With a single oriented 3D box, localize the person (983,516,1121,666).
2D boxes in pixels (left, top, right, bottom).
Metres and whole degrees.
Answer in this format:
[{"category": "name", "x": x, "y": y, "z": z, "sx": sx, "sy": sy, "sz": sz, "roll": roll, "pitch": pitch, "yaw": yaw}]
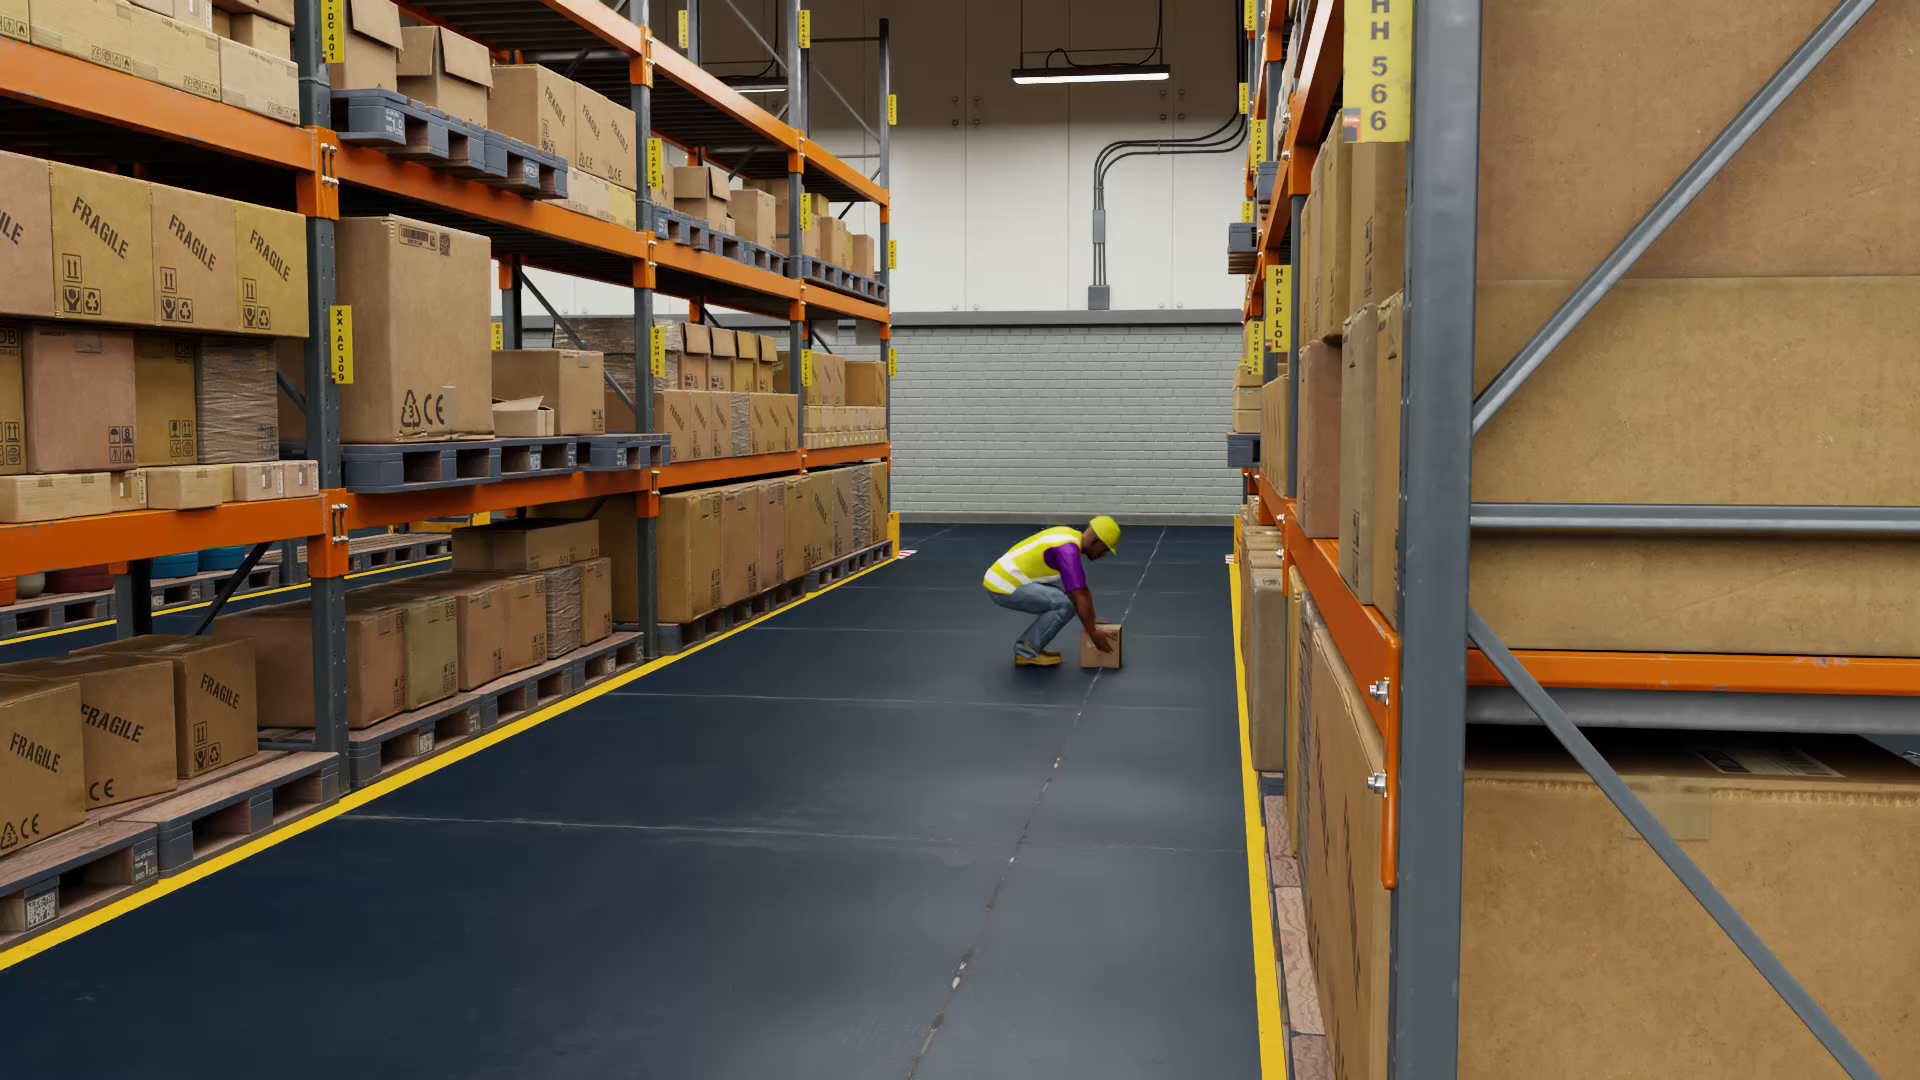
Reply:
[{"category": "person", "x": 0.606, "y": 0.326, "z": 10.940, "sx": 0.892, "sy": 0.976, "sz": 0.581, "roll": 1, "pitch": 4, "yaw": 8}]
